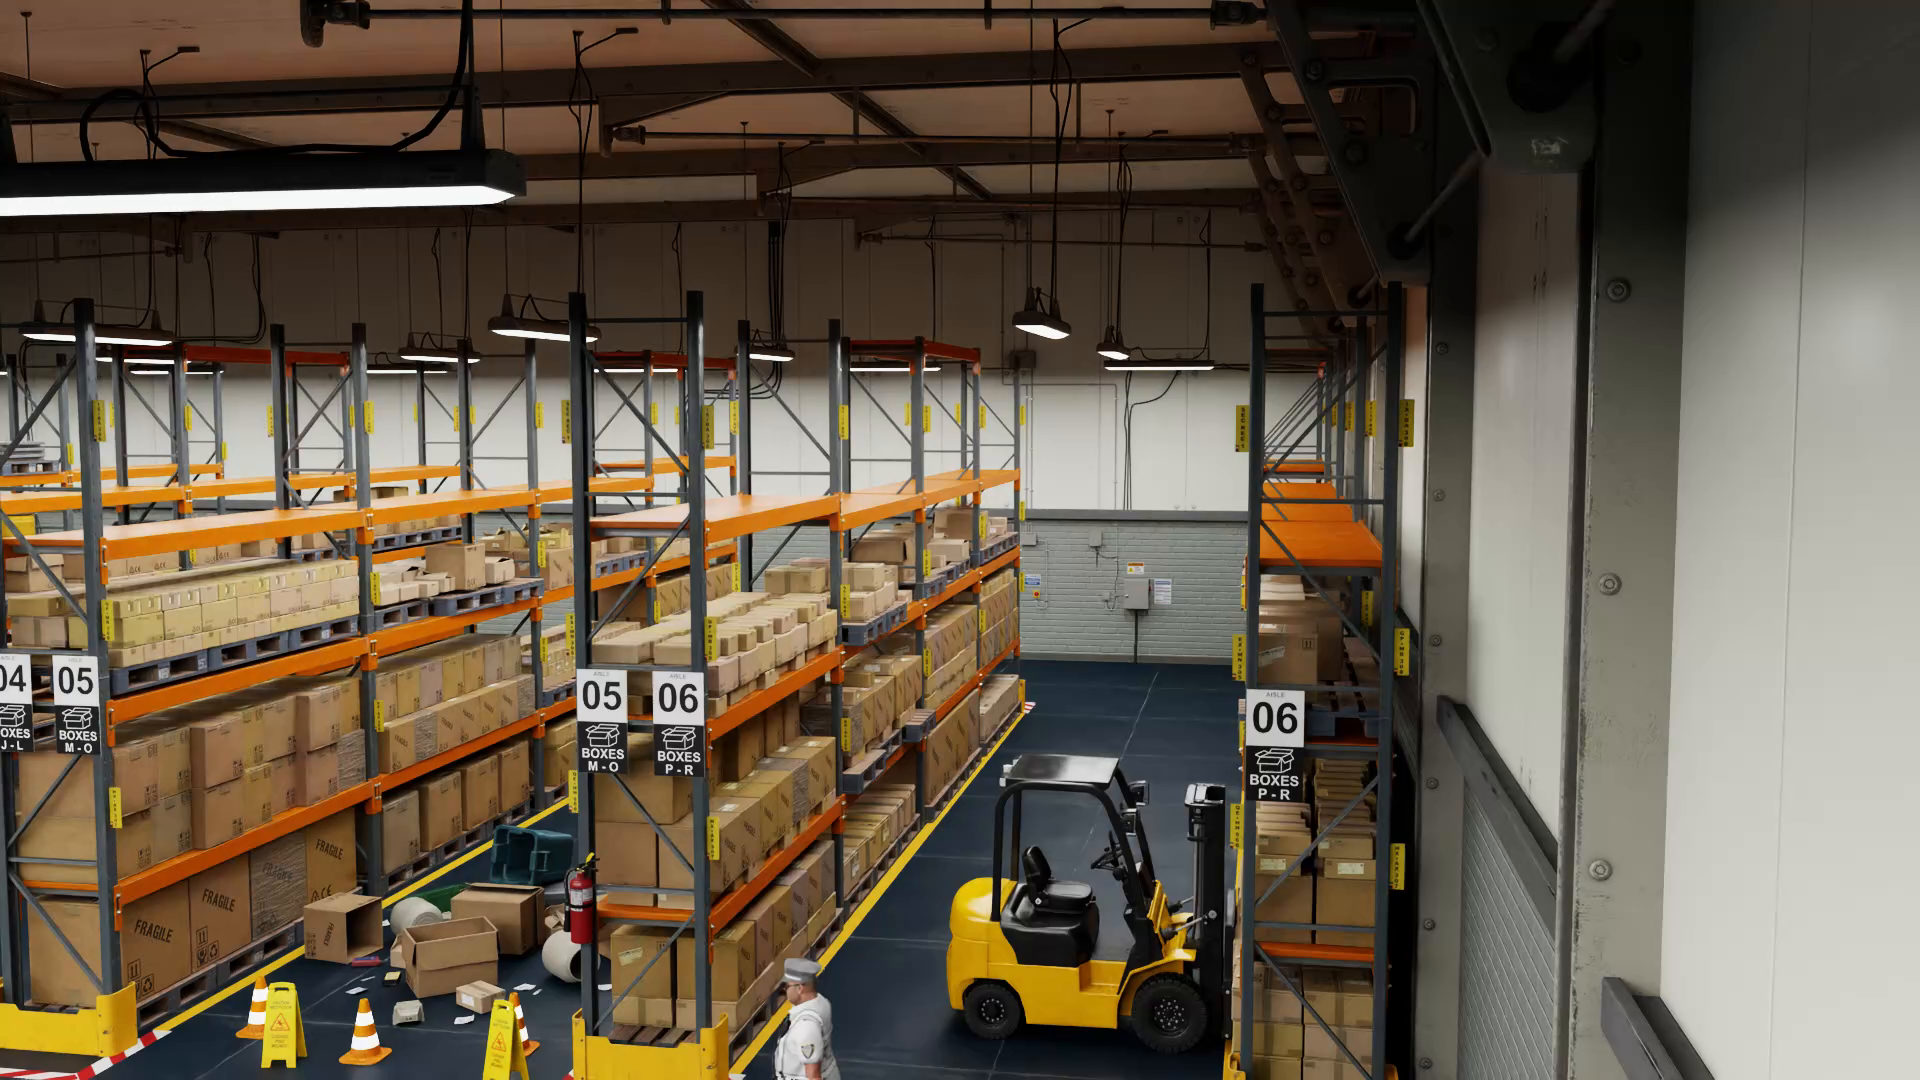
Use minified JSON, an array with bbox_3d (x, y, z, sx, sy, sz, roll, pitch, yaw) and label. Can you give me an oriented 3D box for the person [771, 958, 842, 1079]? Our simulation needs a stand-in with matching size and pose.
[{"bbox_3d":[-0.985,3.464,10.409,0.882,1.708,0.544,1,5,12],"label":"person"}]
